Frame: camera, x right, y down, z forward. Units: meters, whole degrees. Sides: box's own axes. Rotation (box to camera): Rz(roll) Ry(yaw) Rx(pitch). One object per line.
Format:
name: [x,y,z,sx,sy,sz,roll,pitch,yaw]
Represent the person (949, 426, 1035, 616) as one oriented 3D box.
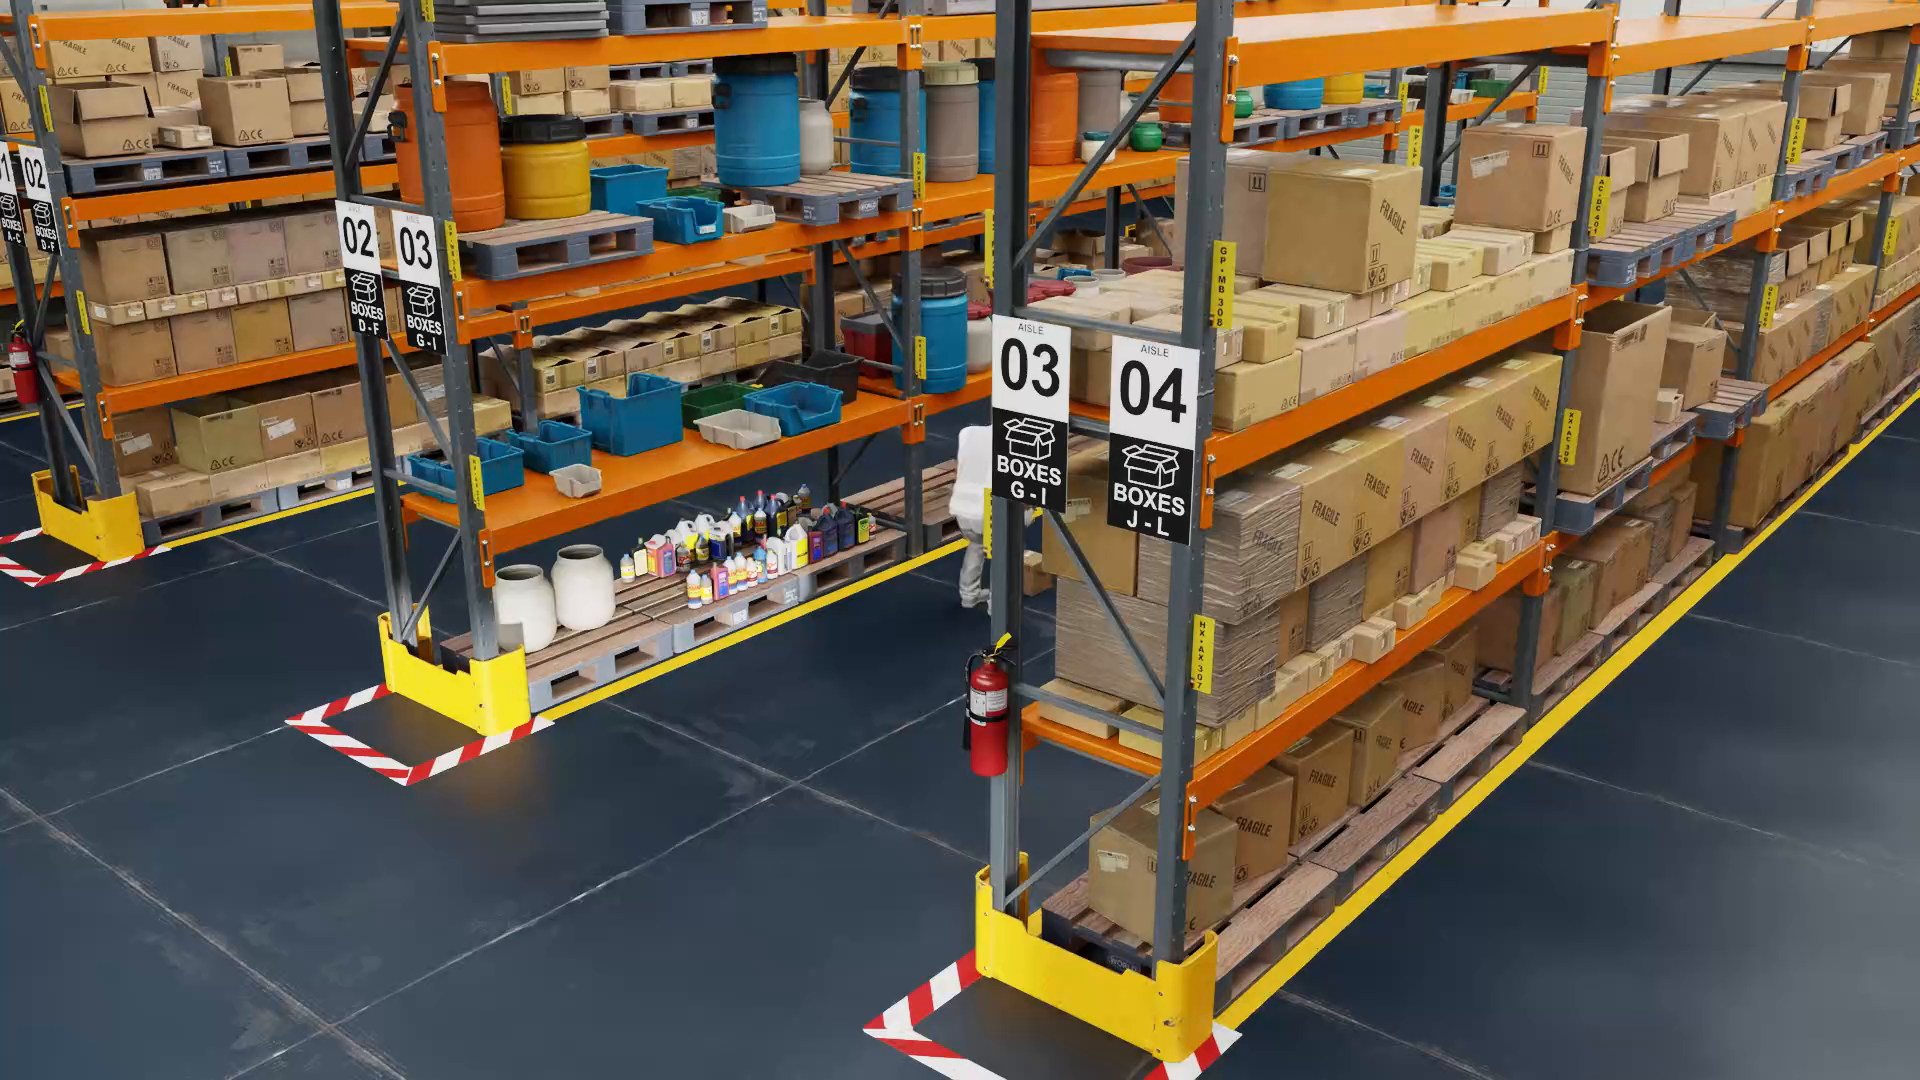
person: [0.210,-0.244,12.092,0.608,1.525,0.696,16,25,37]
